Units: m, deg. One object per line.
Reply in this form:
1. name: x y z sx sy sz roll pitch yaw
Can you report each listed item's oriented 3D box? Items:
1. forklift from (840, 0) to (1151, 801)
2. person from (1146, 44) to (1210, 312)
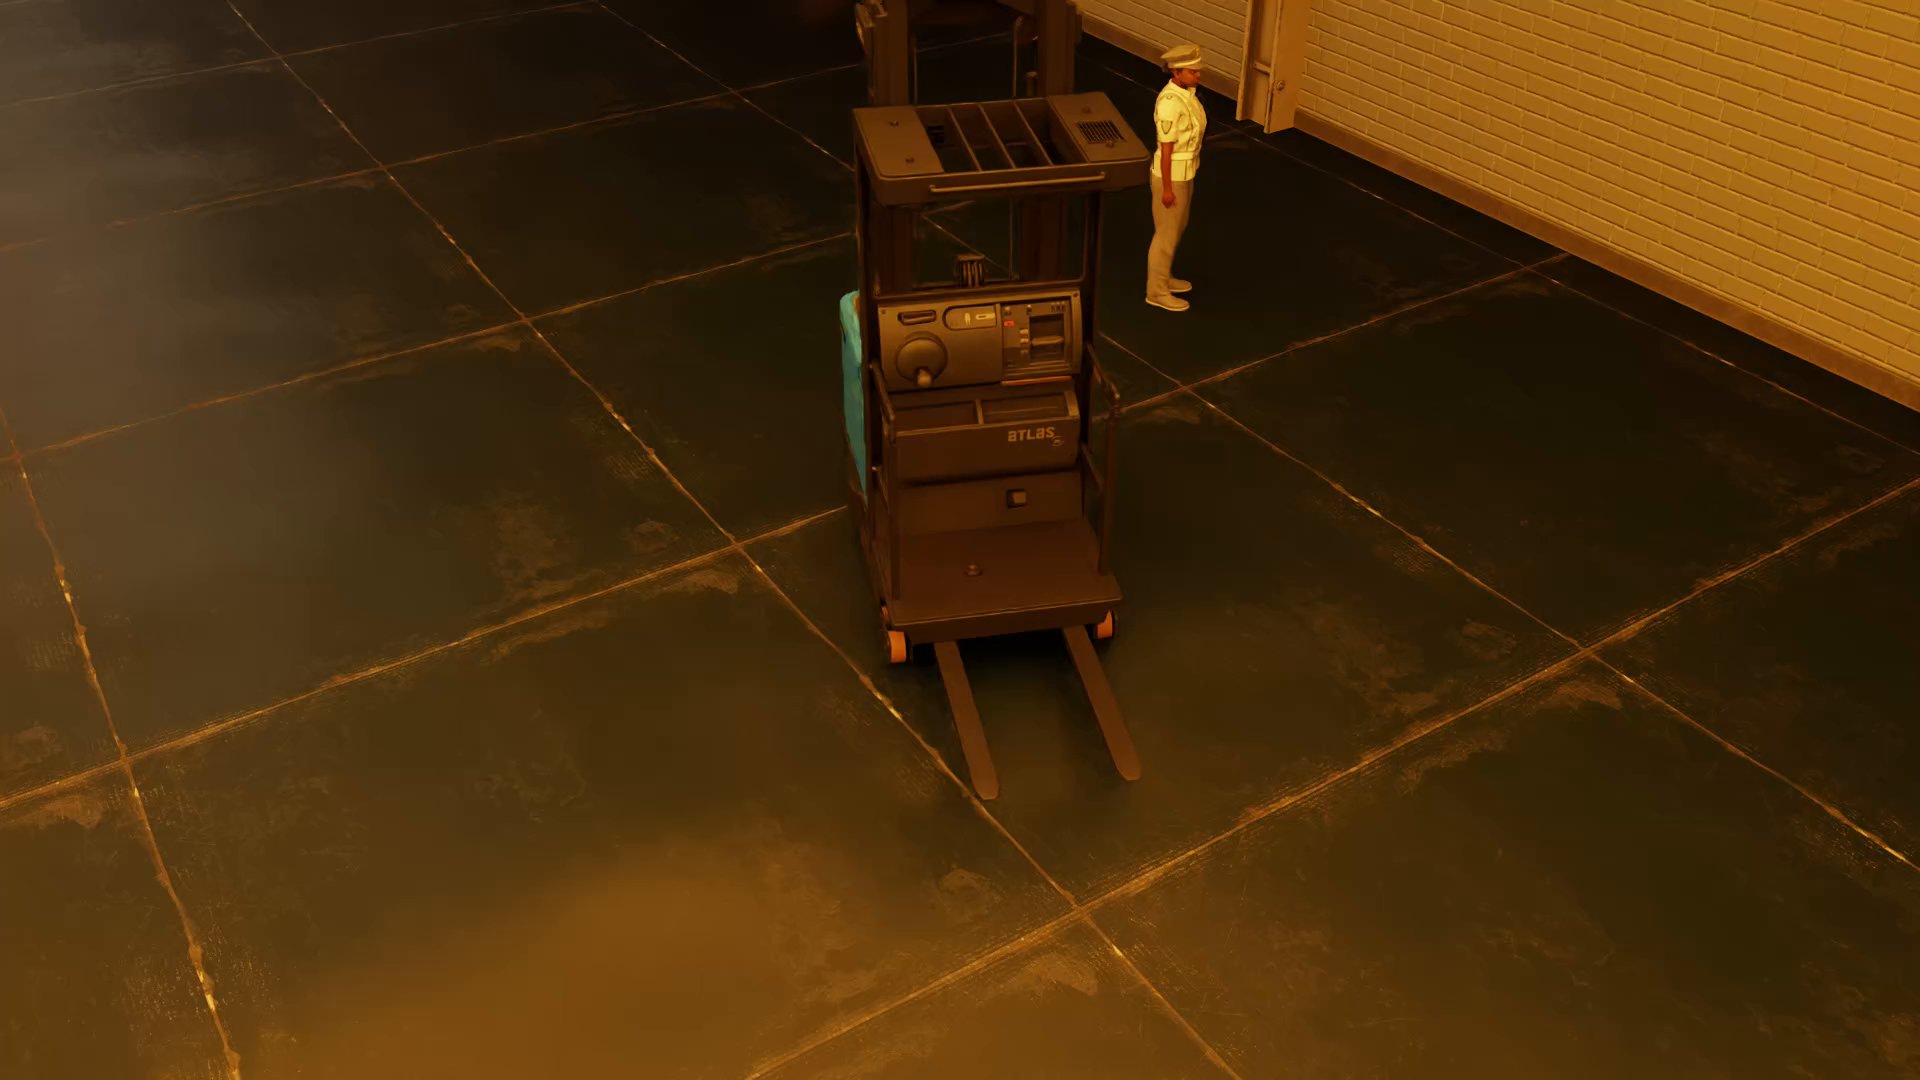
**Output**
1. forklift: 0.138 -0.845 7.351 1.130 2.935 3.031 -6 36 -9
2. person: 1.370 -2.302 10.511 0.349 1.688 0.475 9 36 13
